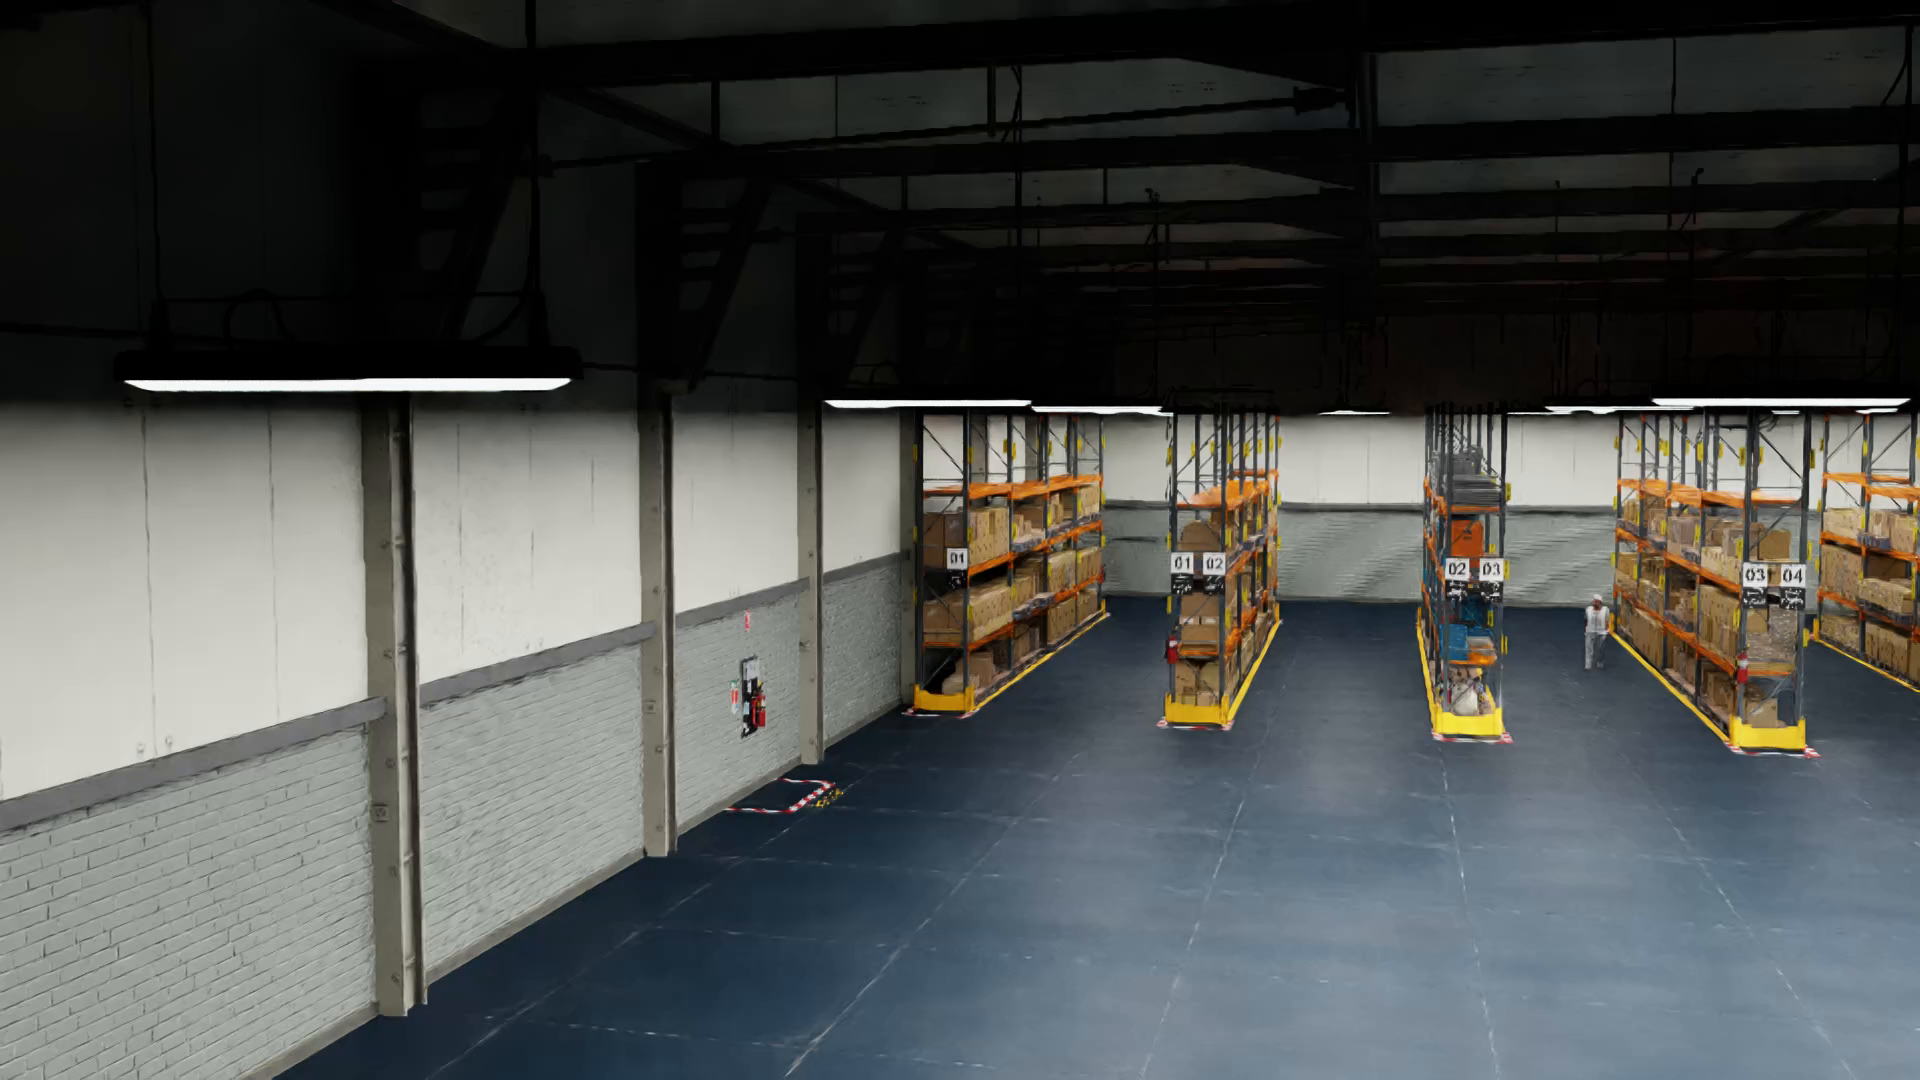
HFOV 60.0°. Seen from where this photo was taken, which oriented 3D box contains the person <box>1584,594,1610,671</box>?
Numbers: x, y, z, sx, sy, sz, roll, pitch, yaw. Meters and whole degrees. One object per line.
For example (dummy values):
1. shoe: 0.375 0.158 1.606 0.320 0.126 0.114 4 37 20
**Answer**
1. person: 14.383 2.077 37.561 0.553 1.724 1.036 2 5 23
